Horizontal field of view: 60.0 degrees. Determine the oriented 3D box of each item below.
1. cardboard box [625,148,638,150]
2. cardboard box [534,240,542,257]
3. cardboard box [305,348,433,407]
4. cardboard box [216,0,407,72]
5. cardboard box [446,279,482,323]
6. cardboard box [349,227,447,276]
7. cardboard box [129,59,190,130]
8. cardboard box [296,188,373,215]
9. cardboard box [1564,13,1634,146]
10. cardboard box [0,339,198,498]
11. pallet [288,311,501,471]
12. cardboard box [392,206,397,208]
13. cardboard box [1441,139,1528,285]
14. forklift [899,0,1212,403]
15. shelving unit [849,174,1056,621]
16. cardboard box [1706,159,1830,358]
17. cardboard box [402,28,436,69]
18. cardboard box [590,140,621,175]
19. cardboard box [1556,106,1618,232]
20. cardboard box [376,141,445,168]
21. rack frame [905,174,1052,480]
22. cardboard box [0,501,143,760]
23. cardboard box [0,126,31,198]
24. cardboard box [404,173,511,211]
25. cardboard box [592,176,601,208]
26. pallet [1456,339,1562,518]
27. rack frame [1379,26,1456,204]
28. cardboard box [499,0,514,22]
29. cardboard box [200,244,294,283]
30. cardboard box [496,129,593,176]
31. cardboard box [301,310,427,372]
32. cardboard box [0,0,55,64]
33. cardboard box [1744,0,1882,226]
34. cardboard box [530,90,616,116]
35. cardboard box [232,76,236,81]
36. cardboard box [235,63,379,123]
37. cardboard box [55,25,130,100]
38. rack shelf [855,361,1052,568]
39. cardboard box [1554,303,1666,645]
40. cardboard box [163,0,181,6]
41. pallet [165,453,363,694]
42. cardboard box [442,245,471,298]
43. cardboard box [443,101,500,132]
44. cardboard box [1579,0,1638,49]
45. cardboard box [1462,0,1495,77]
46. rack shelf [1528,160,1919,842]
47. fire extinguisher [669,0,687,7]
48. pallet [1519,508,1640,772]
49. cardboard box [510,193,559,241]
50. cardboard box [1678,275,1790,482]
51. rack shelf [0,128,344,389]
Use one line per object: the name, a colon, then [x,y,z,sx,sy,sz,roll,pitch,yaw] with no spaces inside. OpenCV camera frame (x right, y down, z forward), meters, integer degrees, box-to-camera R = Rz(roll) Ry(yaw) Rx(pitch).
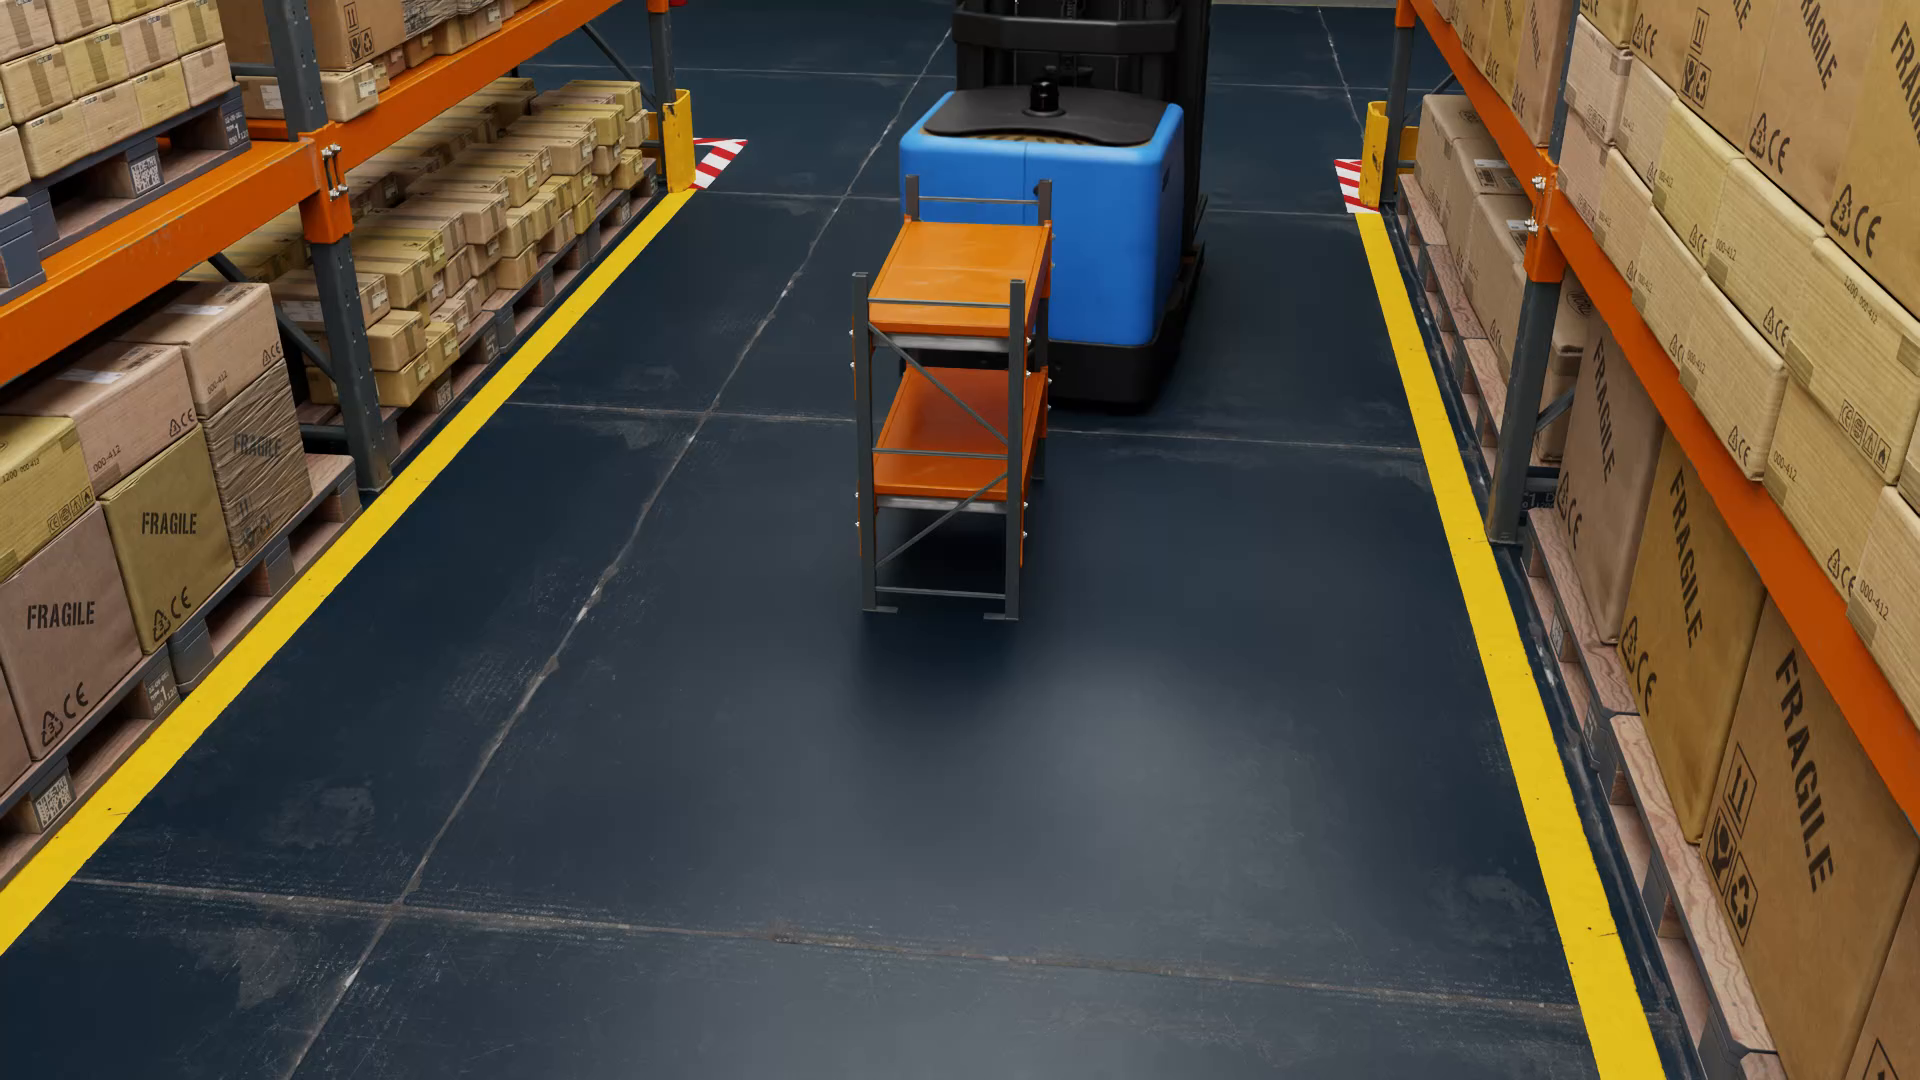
cardboard box: [-1.970,-2.096,9.040,0.380,0.149,0.250,4,29,7]
cardboard box: [-2.164,-1.367,7.687,0.380,0.149,0.250,4,29,8]
cardboard box: [-2.239,-0.625,6.311,0.380,0.149,0.250,2,28,4]
cardboard box: [-2.291,-1.936,5.762,0.500,0.500,0.500,3,28,5]
cardboard box: [-2.246,-0.993,6.994,0.380,0.149,0.250,3,28,5]
cardboard box: [-2.280,-1.133,6.626,0.380,0.149,0.250,3,28,5]
cardboard box: [-2.485,-1.296,4.816,0.380,0.149,0.250,4,29,6]
cardboard box: [-2.751,-1.408,7.136,0.380,0.149,0.250,2,28,4]
cardboard box: [1.989,-1.266,4.568,0.500,0.250,0.500,3,28,5]
cardboard box: [-2.519,-0.351,4.641,0.500,0.250,0.500,5,29,9]
pallet: [-2.555,-0.633,6.703,1.003,0.211,1.213,3,28,6]
cardboard box: [-2.650,-1.384,7.406,0.380,0.149,0.250,2,28,4]
cardboard box: [2.728,-1.495,7.621,0.875,0.438,0.875,4,29,8]
forklift: [0.581,-2.515,7.329,1.130,2.935,3.031,6,29,11]
shelving unit: [0.001,-0.498,5.489,0.538,1.125,1.048,3,28,6]
cardboard box: [1.805,-0.545,3.230,0.500,0.250,0.500,3,28,5]
cardboard box: [-2.265,-1.929,6.432,0.380,0.149,0.250,2,28,4]
cardboard box: [-1.955,-1.977,8.506,0.380,0.149,0.250,2,28,4]
cardboard box: [2.007,-1.045,4.685,0.500,0.250,0.500,3,28,5]
cardboard box: [-2.655,-1.770,7.808,0.380,0.149,0.250,4,29,7]
rack frame: [0.063,-0.738,5.933,0.500,1.125,0.032,3,28,6]
cardboard box: [-2.573,0.218,4.375,0.500,0.500,0.500,3,28,5]
cardboard box: [-2.578,-0.930,4.136,0.380,0.149,0.250,2,28,4]
cardboard box: [-2.207,-1.505,7.317,0.380,0.149,0.250,2,28,4]
cardboard box: [-2.036,-1.732,8.366,0.380,0.149,0.250,4,29,7]
pallet: [2.494,-0.429,6.323,1.003,0.211,1.213,3,28,6]
rack frame: [2.813,-3.186,8.500,1.000,3.000,0.127,3,28,6]
cardboard box: [-2.143,-2.298,7.118,0.380,0.149,0.250,4,29,8]
cardboard box: [-2.825,-1.040,6.453,0.380,0.149,0.250,4,29,7]
cardboard box: [-1.991,-1.861,7.978,0.380,0.149,0.250,4,29,8]
cardboard box: [-2.240,-0.756,6.239,0.380,0.149,0.250,5,29,9]
cardboard box: [-2.555,-1.307,4.208,0.380,0.149,0.250,3,28,6]
cardboard box: [1.828,-0.876,3.053,0.500,0.500,0.500,3,28,5]
cardboard box: [-2.013,-2.239,8.678,0.380,0.149,0.250,4,29,7]
cardboard box: [-2.876,-1.708,6.022,0.380,0.149,0.250,3,28,5]
cardboard box: [-2.243,-1.547,5.723,0.380,0.149,0.250,4,29,8]
cardboard box: [-2.519,-1.309,4.525,0.380,0.149,0.250,5,29,8]
rack shelf: [0.001,-0.283,5.605,0.538,0.278,1.000,3,28,6]
cardboard box: [2.326,-0.256,4.860,0.875,0.875,0.875,4,29,8]
cardboard box: [-2.458,-1.679,4.898,0.380,0.149,0.250,5,29,9]
pallet: [-2.696,0.051,5.432,1.003,0.211,1.213,3,28,6]
cardboard box: [-2.268,-1.124,6.923,0.380,0.149,0.250,2,28,4]
cardboard box: [-2.586,-2.143,8.500,0.380,0.149,0.250,3,28,6]
cardboard box: [1.984,-1.597,4.391,0.500,0.500,0.500,4,29,7]
cardboard box: [2.231,-2.060,6.306,0.500,0.500,0.500,3,28,5]
rack shelf: [2.078,-0.045,3.429,1.077,0.370,4.000,3,28,6]
fire extinguisher: [-1.623,-3.319,9.223,0.296,0.674,0.183,3,28,6]
pallet: [2.303,0.292,4.985,1.003,0.211,1.213,3,28,6]
cardboard box: [-2.062,-1.481,7.587,0.380,0.149,0.250,4,29,7]
cardboard box: [1.796,-0.326,3.351,0.500,0.250,0.500,3,28,5]
rack shelf: [-2.847,-0.285,3.874,1.077,0.370,4.000,3,28,6]
